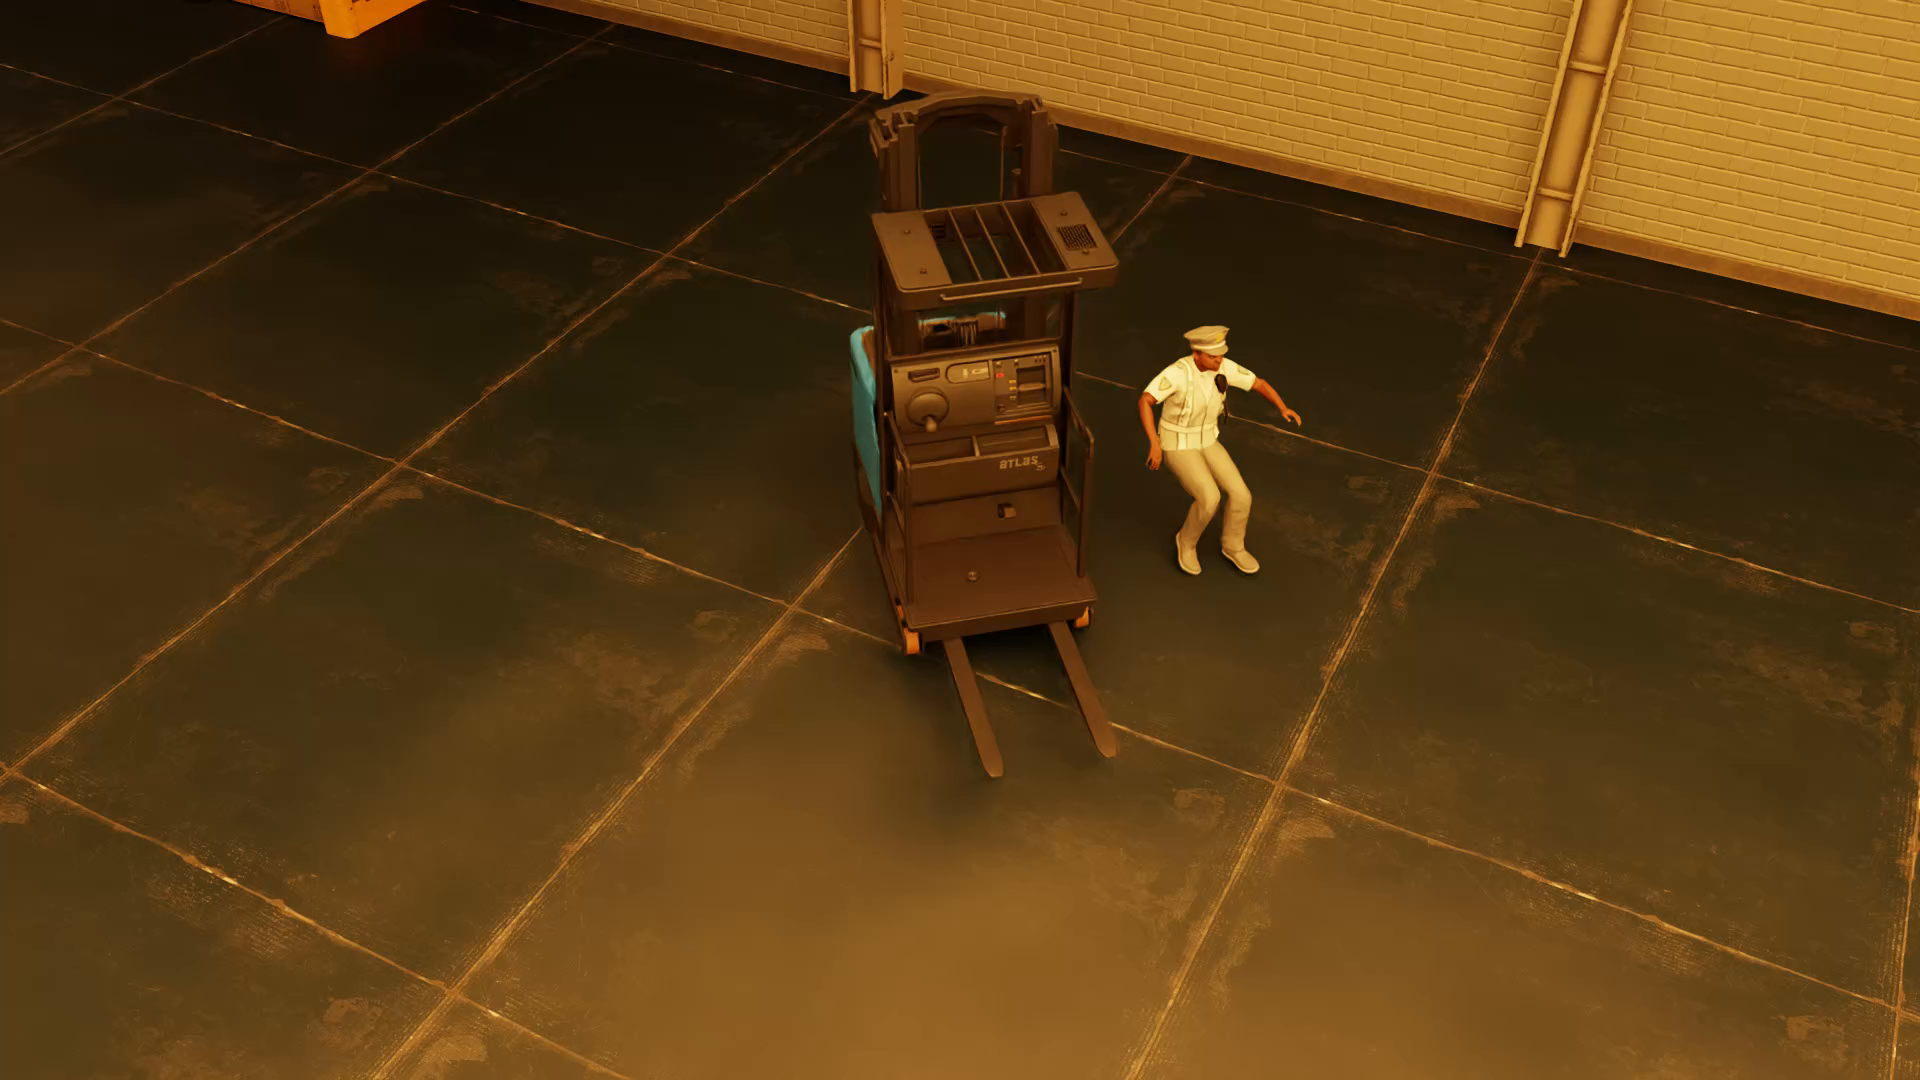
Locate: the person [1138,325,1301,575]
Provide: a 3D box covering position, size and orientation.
[{"bbox_3d":[1.468,-0.511,9.740,0.912,1.453,0.807,-26,47,-28],"label":"person"}]

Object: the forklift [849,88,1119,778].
[{"bbox_3d":[0.142,-0.738,8.863,1.130,2.935,3.031,-8,41,-10],"label":"forklift"}]
